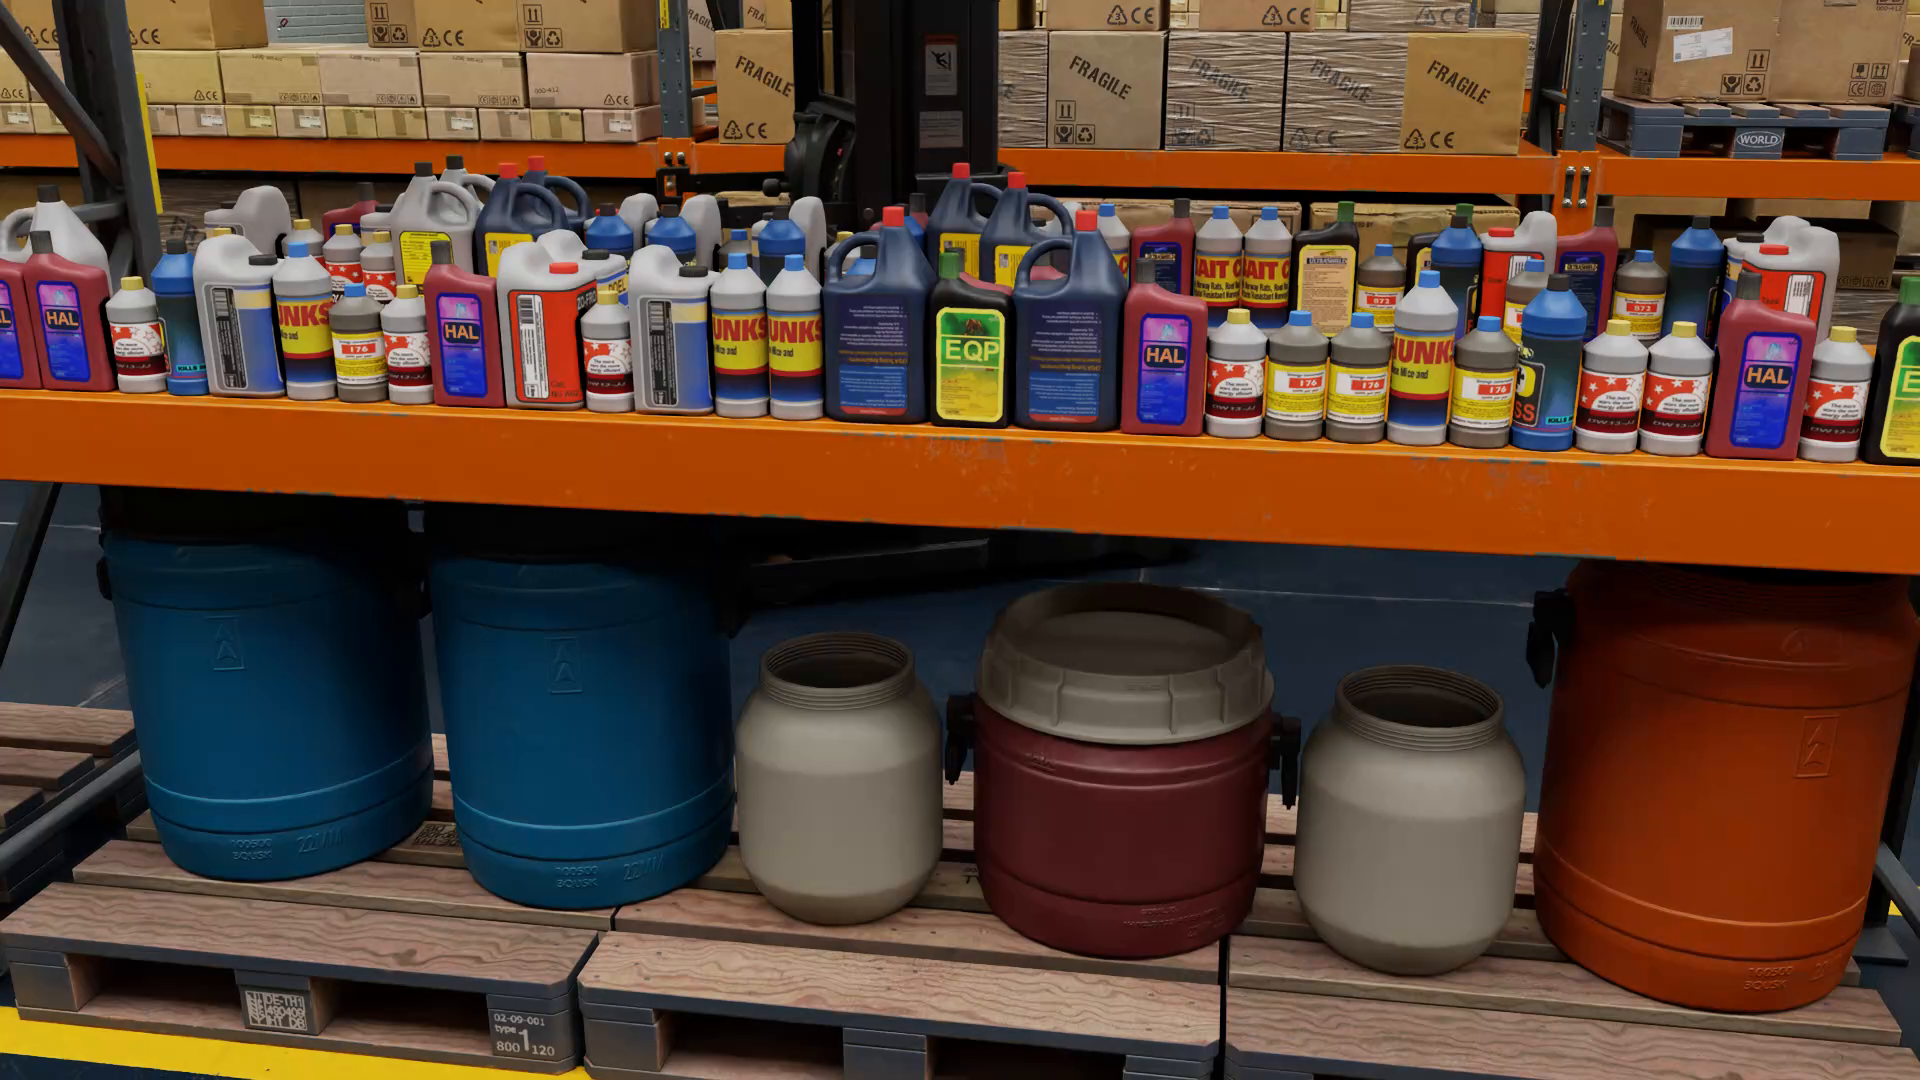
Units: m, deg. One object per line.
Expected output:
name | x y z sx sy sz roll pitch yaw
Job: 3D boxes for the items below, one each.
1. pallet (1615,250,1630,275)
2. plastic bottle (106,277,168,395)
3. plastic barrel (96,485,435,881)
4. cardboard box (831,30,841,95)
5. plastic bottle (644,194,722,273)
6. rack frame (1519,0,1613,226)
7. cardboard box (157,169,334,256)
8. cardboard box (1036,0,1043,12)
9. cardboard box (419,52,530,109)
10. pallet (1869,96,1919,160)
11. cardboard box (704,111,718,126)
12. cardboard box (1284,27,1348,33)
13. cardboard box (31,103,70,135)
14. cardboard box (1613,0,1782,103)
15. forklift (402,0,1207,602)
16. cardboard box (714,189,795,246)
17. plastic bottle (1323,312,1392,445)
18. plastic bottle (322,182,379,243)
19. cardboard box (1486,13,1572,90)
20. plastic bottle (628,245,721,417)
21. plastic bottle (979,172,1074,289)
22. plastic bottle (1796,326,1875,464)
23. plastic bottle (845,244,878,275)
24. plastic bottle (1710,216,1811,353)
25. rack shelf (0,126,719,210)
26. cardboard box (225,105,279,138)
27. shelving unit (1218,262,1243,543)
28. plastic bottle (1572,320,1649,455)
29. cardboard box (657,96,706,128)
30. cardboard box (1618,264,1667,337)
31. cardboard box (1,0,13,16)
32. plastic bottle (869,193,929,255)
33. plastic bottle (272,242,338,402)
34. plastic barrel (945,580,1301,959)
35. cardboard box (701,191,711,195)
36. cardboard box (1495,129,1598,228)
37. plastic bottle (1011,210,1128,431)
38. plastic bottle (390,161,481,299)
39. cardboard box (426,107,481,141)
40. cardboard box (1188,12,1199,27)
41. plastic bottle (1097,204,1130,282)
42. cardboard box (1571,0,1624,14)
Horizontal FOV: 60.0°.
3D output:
pallet | 4.366 -2.138 12.361 1.213 0.211 1.003 3 19 9
plastic bottle | -1.479 -0.372 3.000 0.097 0.201 0.097 0 18 0
plastic barrel | -1.487 0.204 3.612 0.708 0.901 0.600 3 19 9
cardboard box | -0.325 -2.097 7.687 0.500 0.500 0.500 3 19 9
plastic bottle | -0.590 -0.597 3.555 0.135 0.276 0.152 3 19 9
rack frame | 2.713 -1.975 7.479 0.127 3.000 1.000 3 19 9
cardboard box | -3.643 -1.516 8.795 0.875 0.875 0.875 3 19 9
cardboard box | 0.495 -3.898 12.021 0.250 0.149 0.380 3 19 9
cardboard box | -2.225 -2.212 7.954 0.500 0.250 0.500 3 19 10
pallet | 4.674 -1.797 7.250 1.213 0.211 1.003 3 19 9
cardboard box | -2.946 -4.465 18.296 0.875 0.438 0.875 2 19 7
cardboard box | 1.767 -2.158 7.867 0.500 0.500 0.500 2 19 7
cardboard box | 0.624 -0.460 2.794 11.691 0.500 10.414 2 19 7
cardboard box | 3.253 -2.207 7.353 0.500 0.500 0.500 1 19 2
forklift | -0.670 -1.348 5.712 3.031 2.935 1.130 -4 19 -13
cardboard box | -0.601 -1.342 8.274 0.875 0.875 1.225 3 19 9
plastic bottle | 0.641 -0.264 2.677 0.097 0.201 0.097 0 18 0
plastic bottle | -1.346 -0.654 3.713 0.133 0.283 0.061 3 19 9
cardboard box | 4.000 -3.464 11.772 0.500 0.500 0.500 3 19 9
plastic bottle | -0.482 -0.365 2.862 0.135 0.276 0.152 3 19 9
plastic bottle | 0.134 -0.548 3.291 0.185 0.351 0.144 3 19 9
plastic bottle | 1.349 -0.228 2.569 0.097 0.201 0.097 0 18 0
plastic bottle | -0.157 -0.384 2.926 0.097 0.271 0.097 0 18 0
plastic bottle | 1.551 -0.488 3.229 0.135 0.276 0.152 3 19 9
rack shelf | -3.211 -1.936 8.496 4.000 0.370 1.077 3 19 9
cardboard box | -3.369 -2.060 8.130 0.250 0.149 0.380 2 19 7
shelving unit | 1.032 -0.536 6.238 0.215 1.050 0.252 -6 19 -23
plastic bottle | 1.025 -0.244 2.618 0.097 0.201 0.097 0 18 0
cardboard box | -1.476 -2.177 8.477 0.250 0.149 0.380 3 19 9
cardboard box | 3.378 -0.971 7.724 0.500 0.500 0.700 2 19 6
cardboard box | -4.663 -2.861 8.713 0.500 0.500 0.500 3 19 9
plastic bottle | -0.125 -0.591 3.527 0.133 0.283 0.061 3 19 9
plastic bottle | -1.154 -0.388 2.939 0.097 0.271 0.097 0 18 0
plastic barrel | 0.327 0.445 3.385 0.708 0.588 0.600 3 19 9
cardboard box | -1.996 -2.717 13.060 0.250 0.149 0.380 2 19 6
cardboard box | 4.187 -2.597 12.223 0.750 0.750 1.050 3 19 8
plastic bottle | 0.181 -0.365 2.746 0.185 0.351 0.144 3 19 9
plastic bottle | -1.085 -0.613 3.484 0.185 0.351 0.144 3 19 9
cardboard box | -2.351 -2.009 7.976 0.250 0.149 0.380 3 19 10
cardboard box | 1.766 -3.692 11.874 0.250 0.149 0.380 3 19 10
plastic bottle | 0.301 -0.558 3.447 0.097 0.271 0.097 0 18 0
cardboard box | 4.541 -3.995 11.782 0.500 0.500 0.700 3 19 8
